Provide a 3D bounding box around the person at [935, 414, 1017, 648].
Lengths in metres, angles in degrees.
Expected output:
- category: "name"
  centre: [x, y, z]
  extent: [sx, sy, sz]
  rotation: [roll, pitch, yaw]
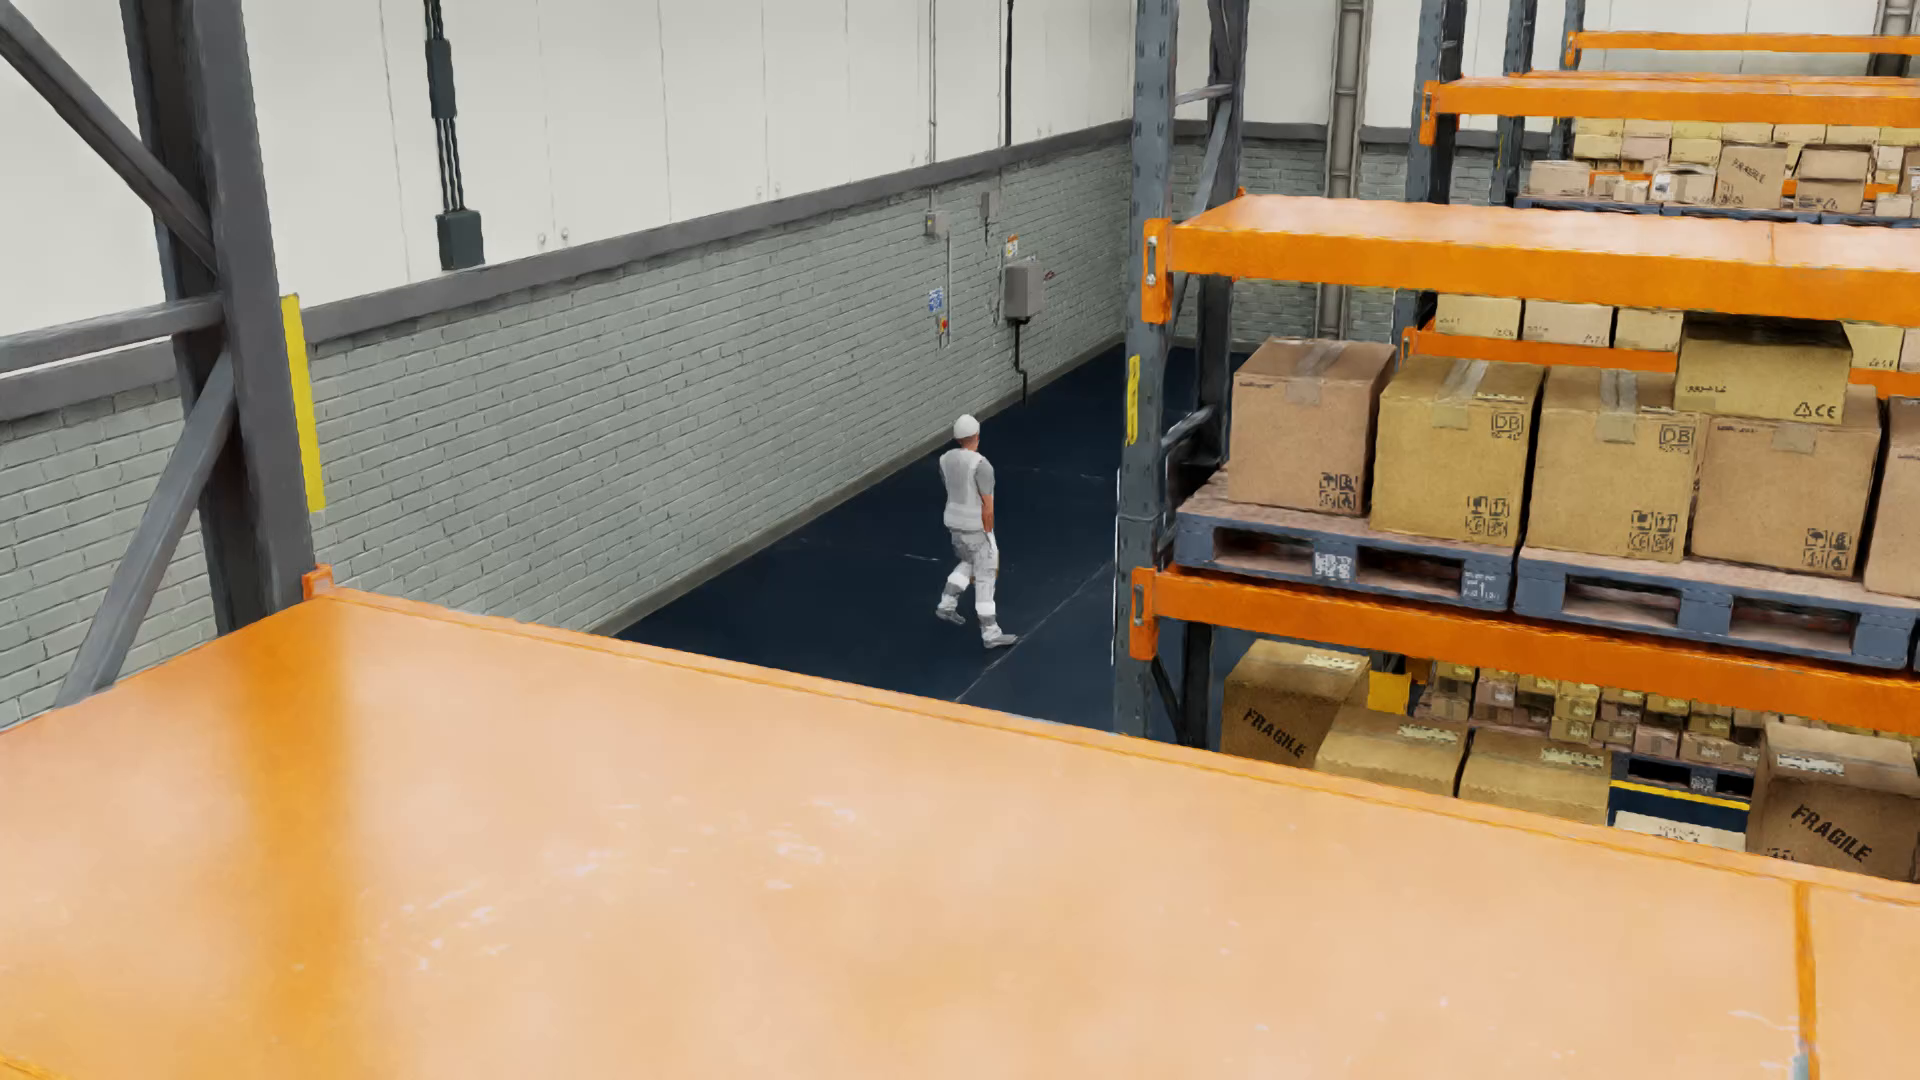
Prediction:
- category: "person"
  centre: [0.138, -0.087, 12.762]
  extent: [0.670, 1.769, 0.475]
  rotation: [16, 24, 39]
